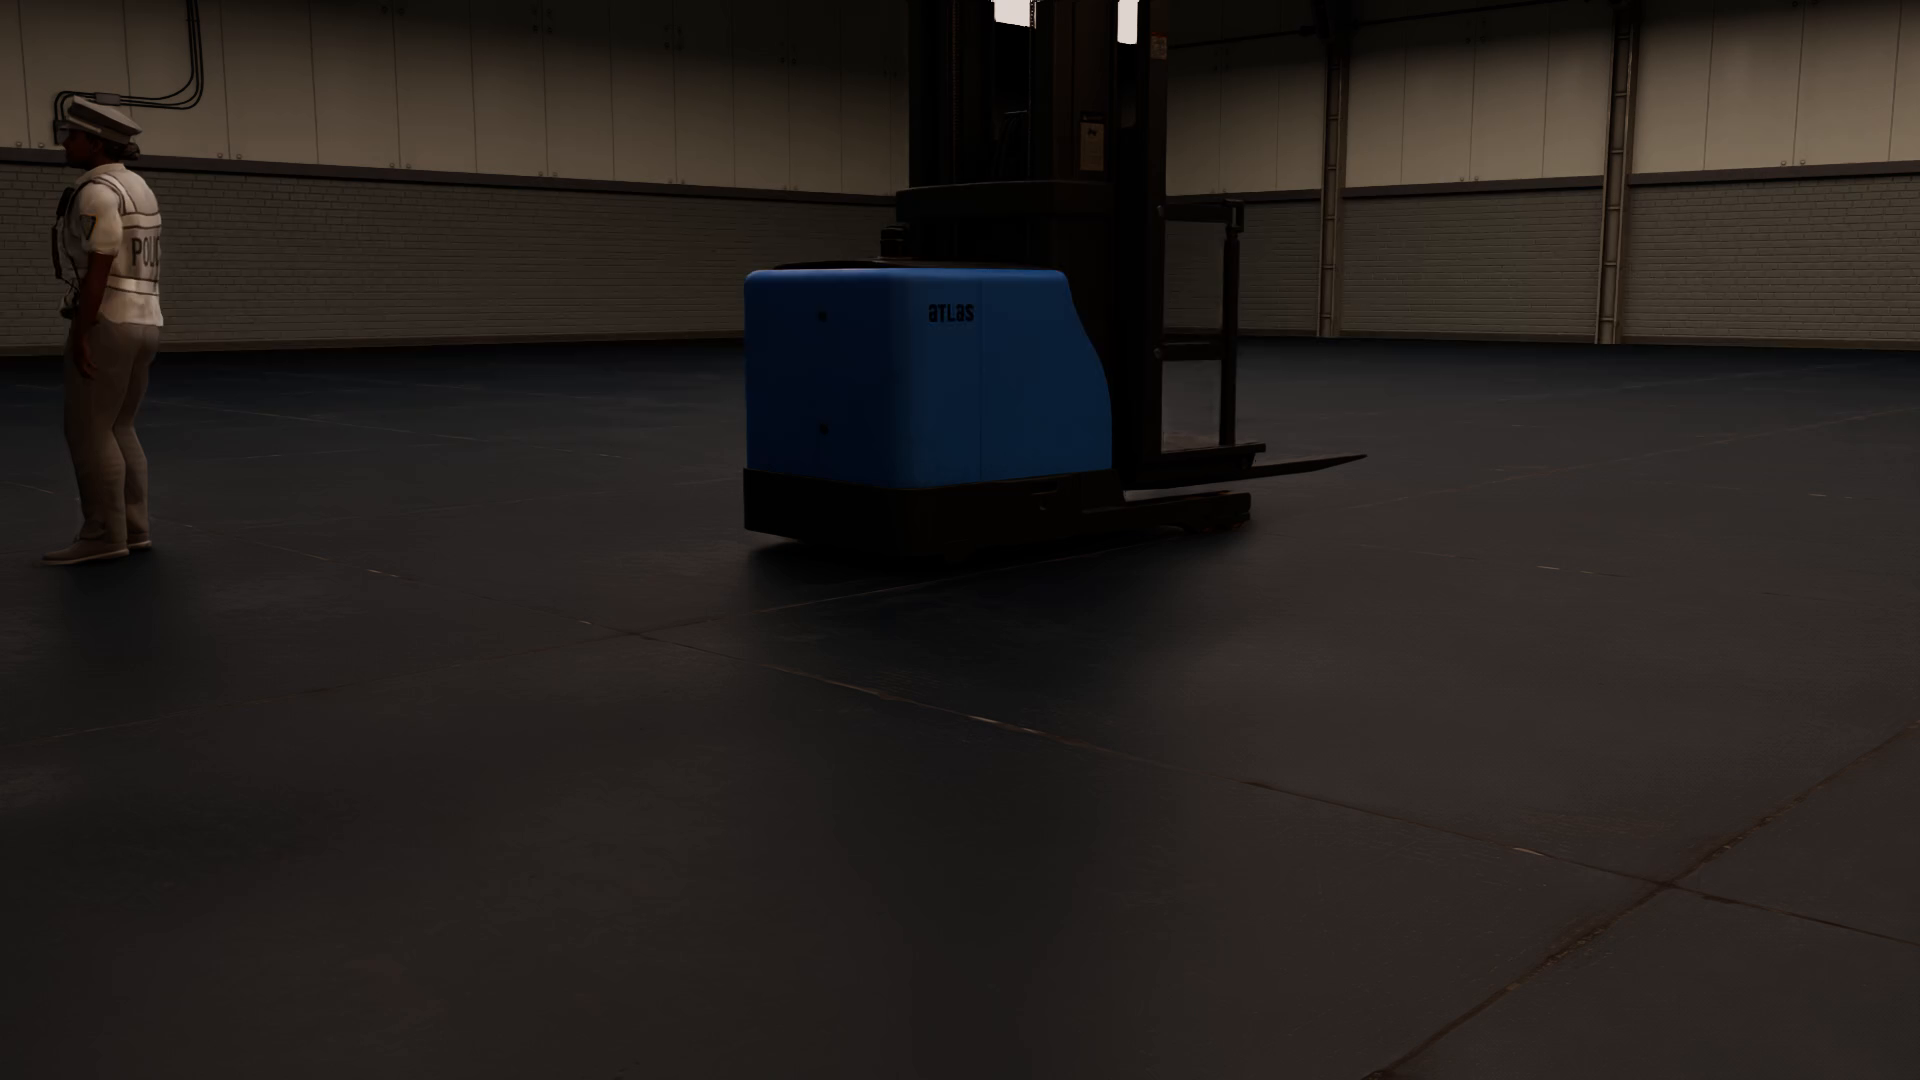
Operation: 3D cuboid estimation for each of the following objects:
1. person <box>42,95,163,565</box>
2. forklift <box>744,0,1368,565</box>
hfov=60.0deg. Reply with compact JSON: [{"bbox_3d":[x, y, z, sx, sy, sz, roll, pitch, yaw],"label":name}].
[{"bbox_3d":[-3.193,-0.765,6.163,0.459,1.709,0.535,-1,9,-6],"label":"person"},{"bbox_3d":[0.589,-1.520,6.966,3.031,2.935,1.130,-8,11,-41],"label":"forklift"}]
